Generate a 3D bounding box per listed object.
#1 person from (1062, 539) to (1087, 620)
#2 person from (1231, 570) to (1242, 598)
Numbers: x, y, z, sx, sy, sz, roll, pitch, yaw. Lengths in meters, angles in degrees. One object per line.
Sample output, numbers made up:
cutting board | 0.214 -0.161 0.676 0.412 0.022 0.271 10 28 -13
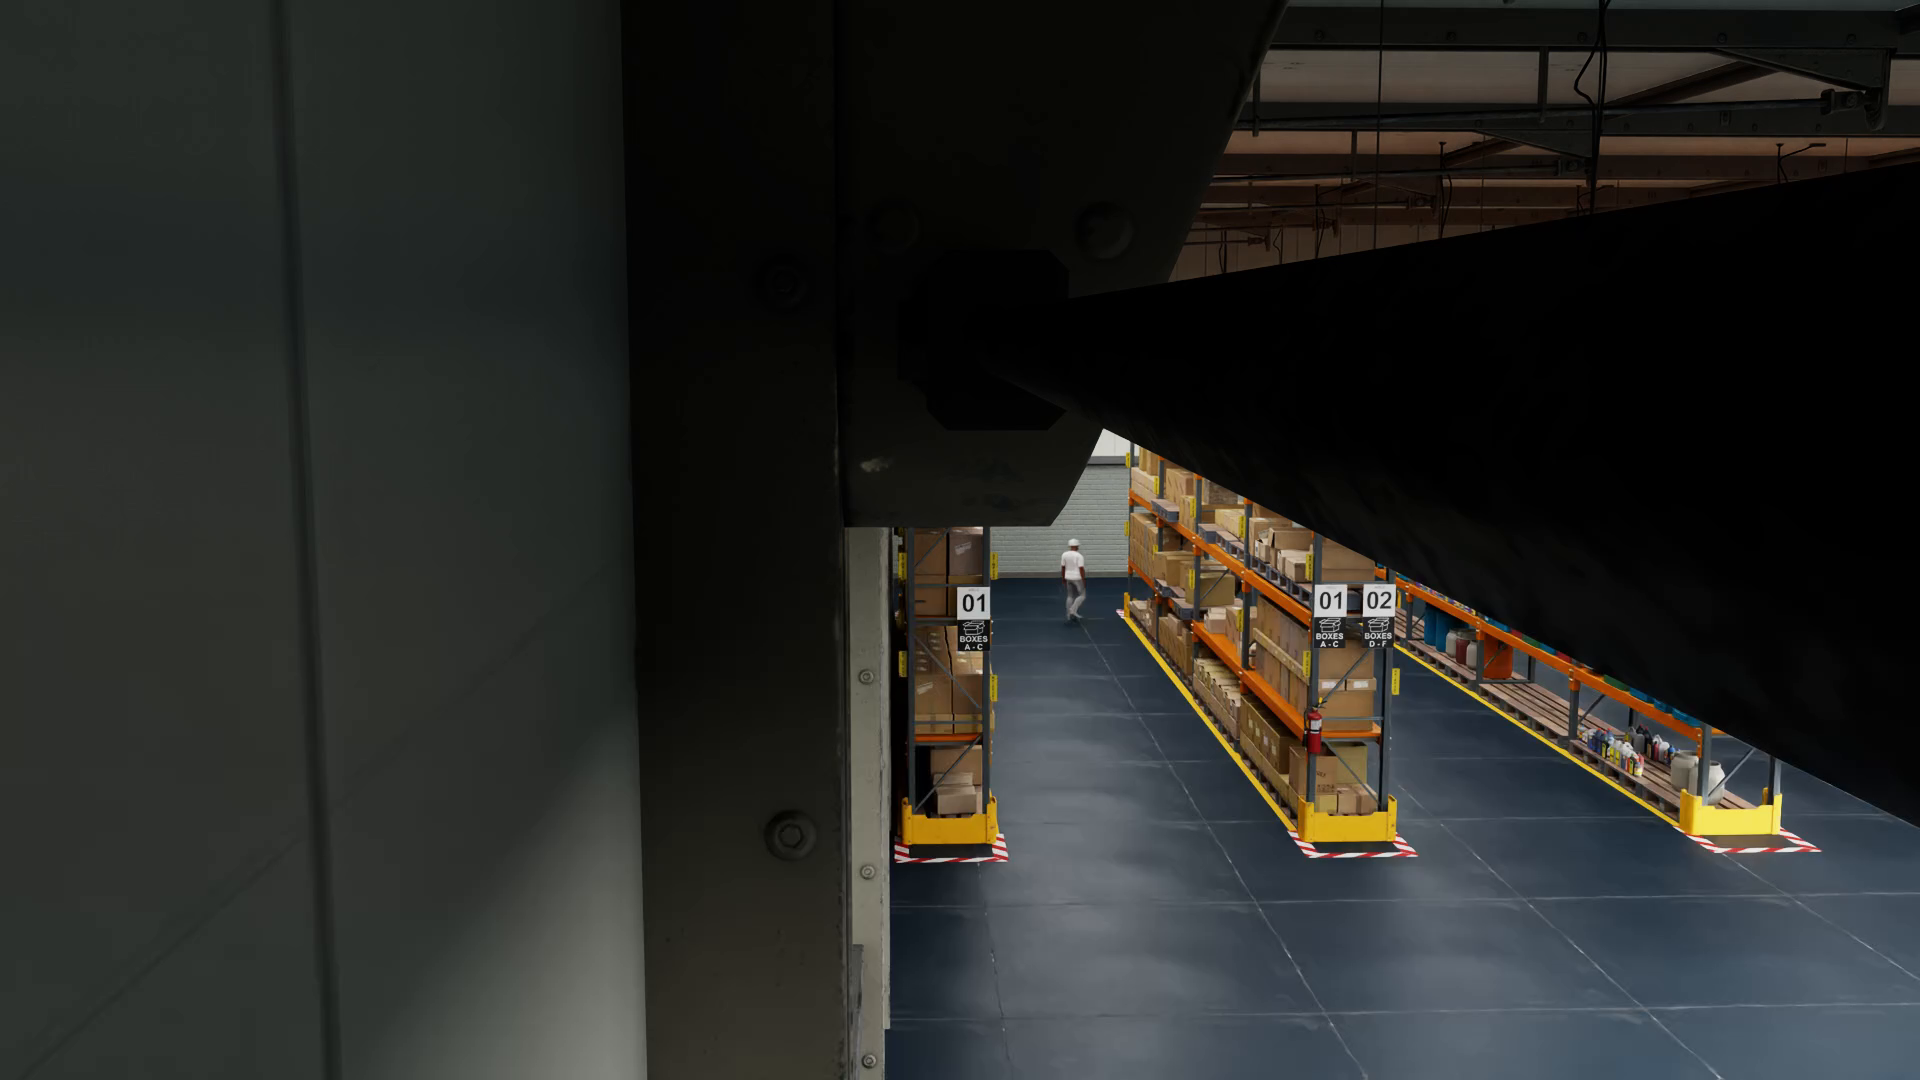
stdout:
person | 2.437 0.853 35.912 0.594 1.765 0.471 7 10 42
person | 6.118 0.841 36.104 0.676 1.716 1.170 -1 7 -6
